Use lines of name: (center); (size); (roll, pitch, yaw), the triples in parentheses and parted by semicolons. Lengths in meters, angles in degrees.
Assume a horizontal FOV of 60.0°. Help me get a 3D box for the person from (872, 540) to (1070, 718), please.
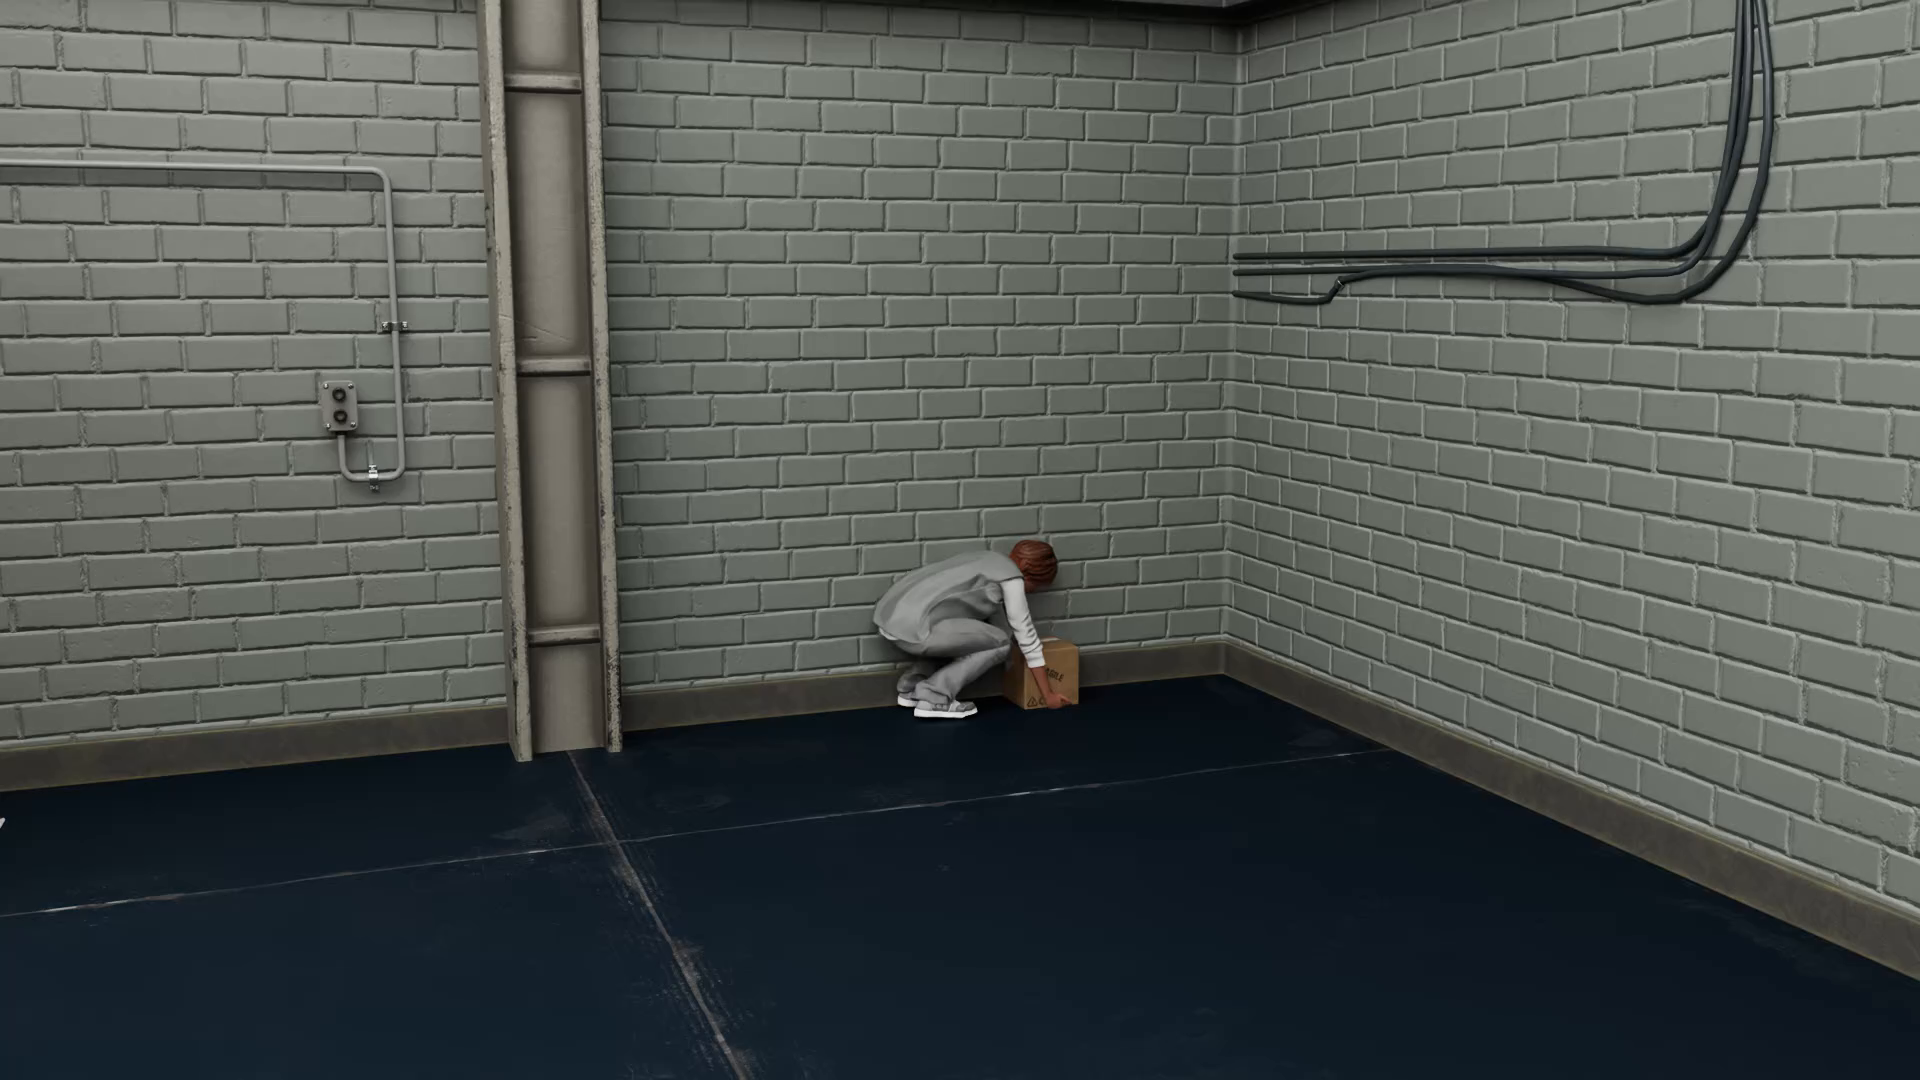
person: (0.038, 0.397, 6.973); (0.840, 0.760, 0.433); (-4, 10, -22)
